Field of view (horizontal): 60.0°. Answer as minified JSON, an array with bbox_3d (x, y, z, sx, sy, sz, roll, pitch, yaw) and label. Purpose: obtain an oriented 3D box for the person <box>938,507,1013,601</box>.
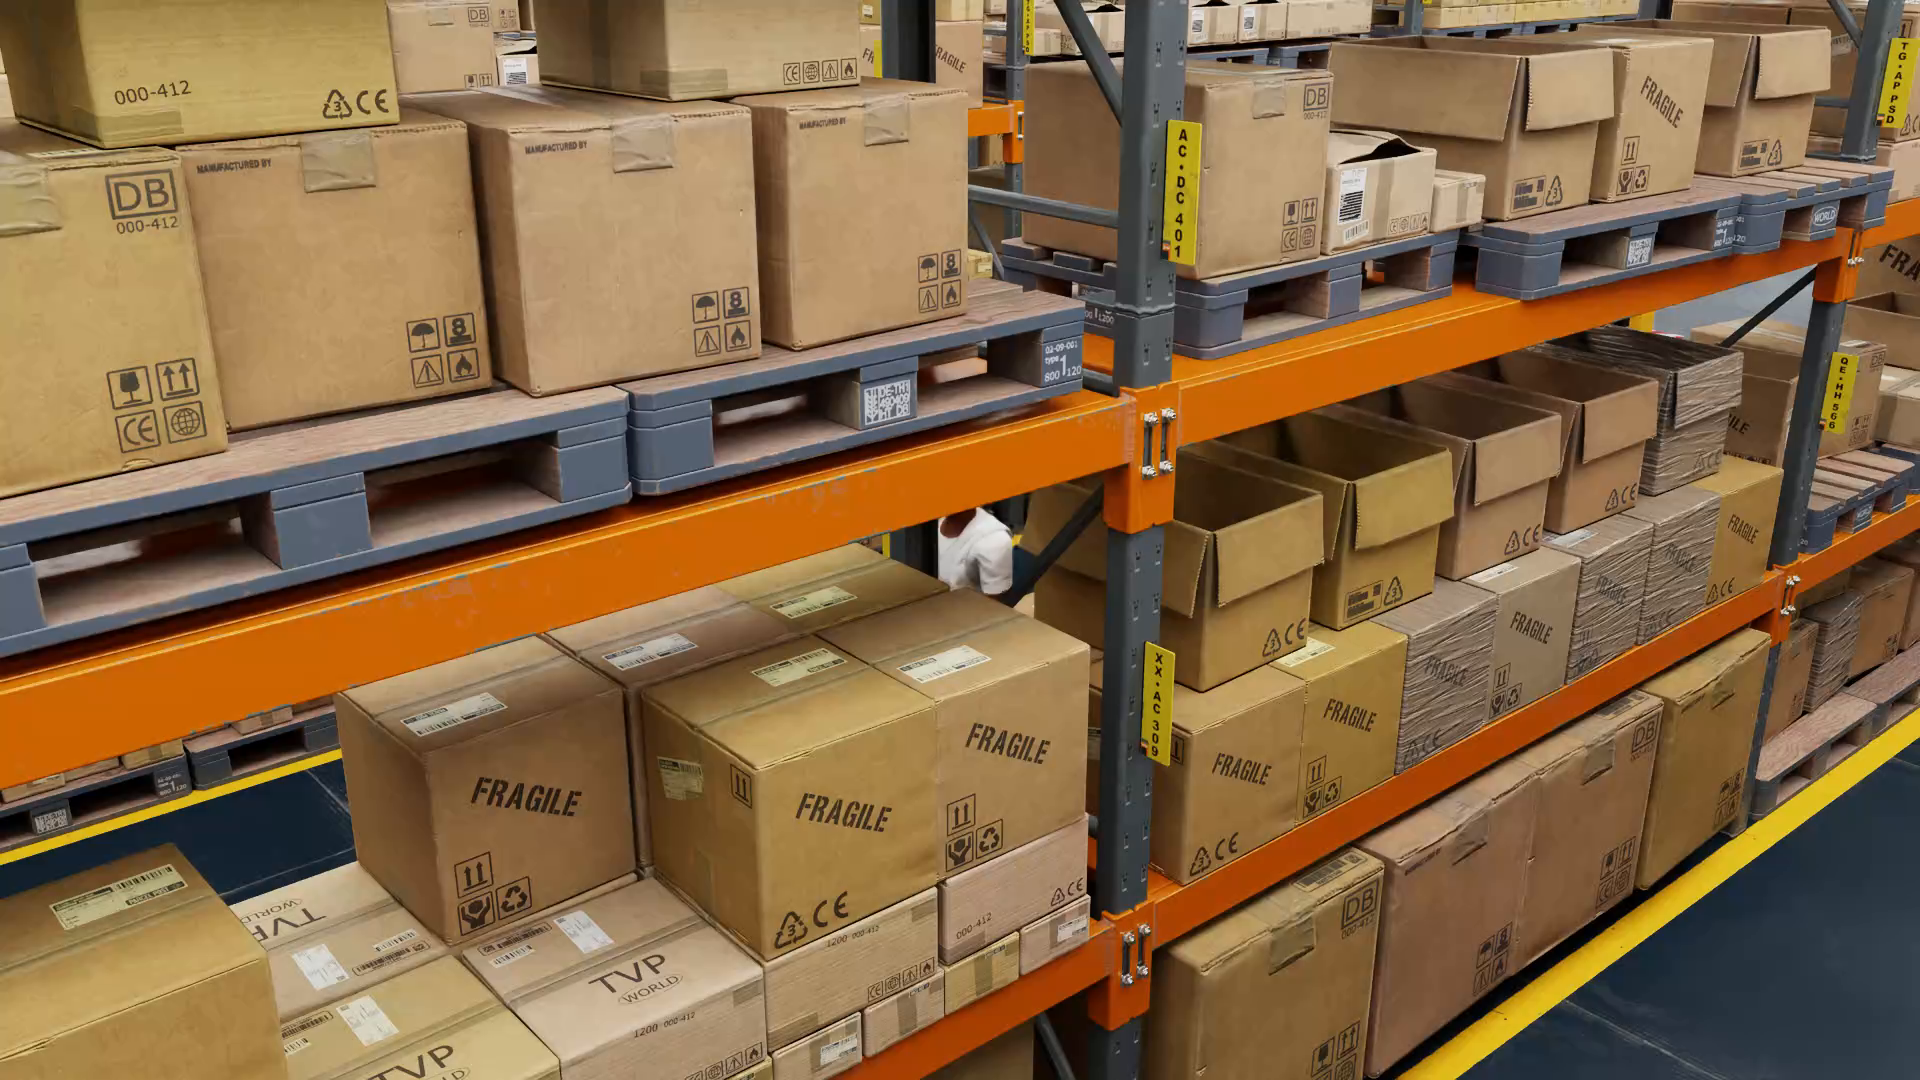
[{"bbox_3d":[-0.044,0.444,7.364,0.896,1.731,0.572,-17,27,-38],"label":"person"}]
